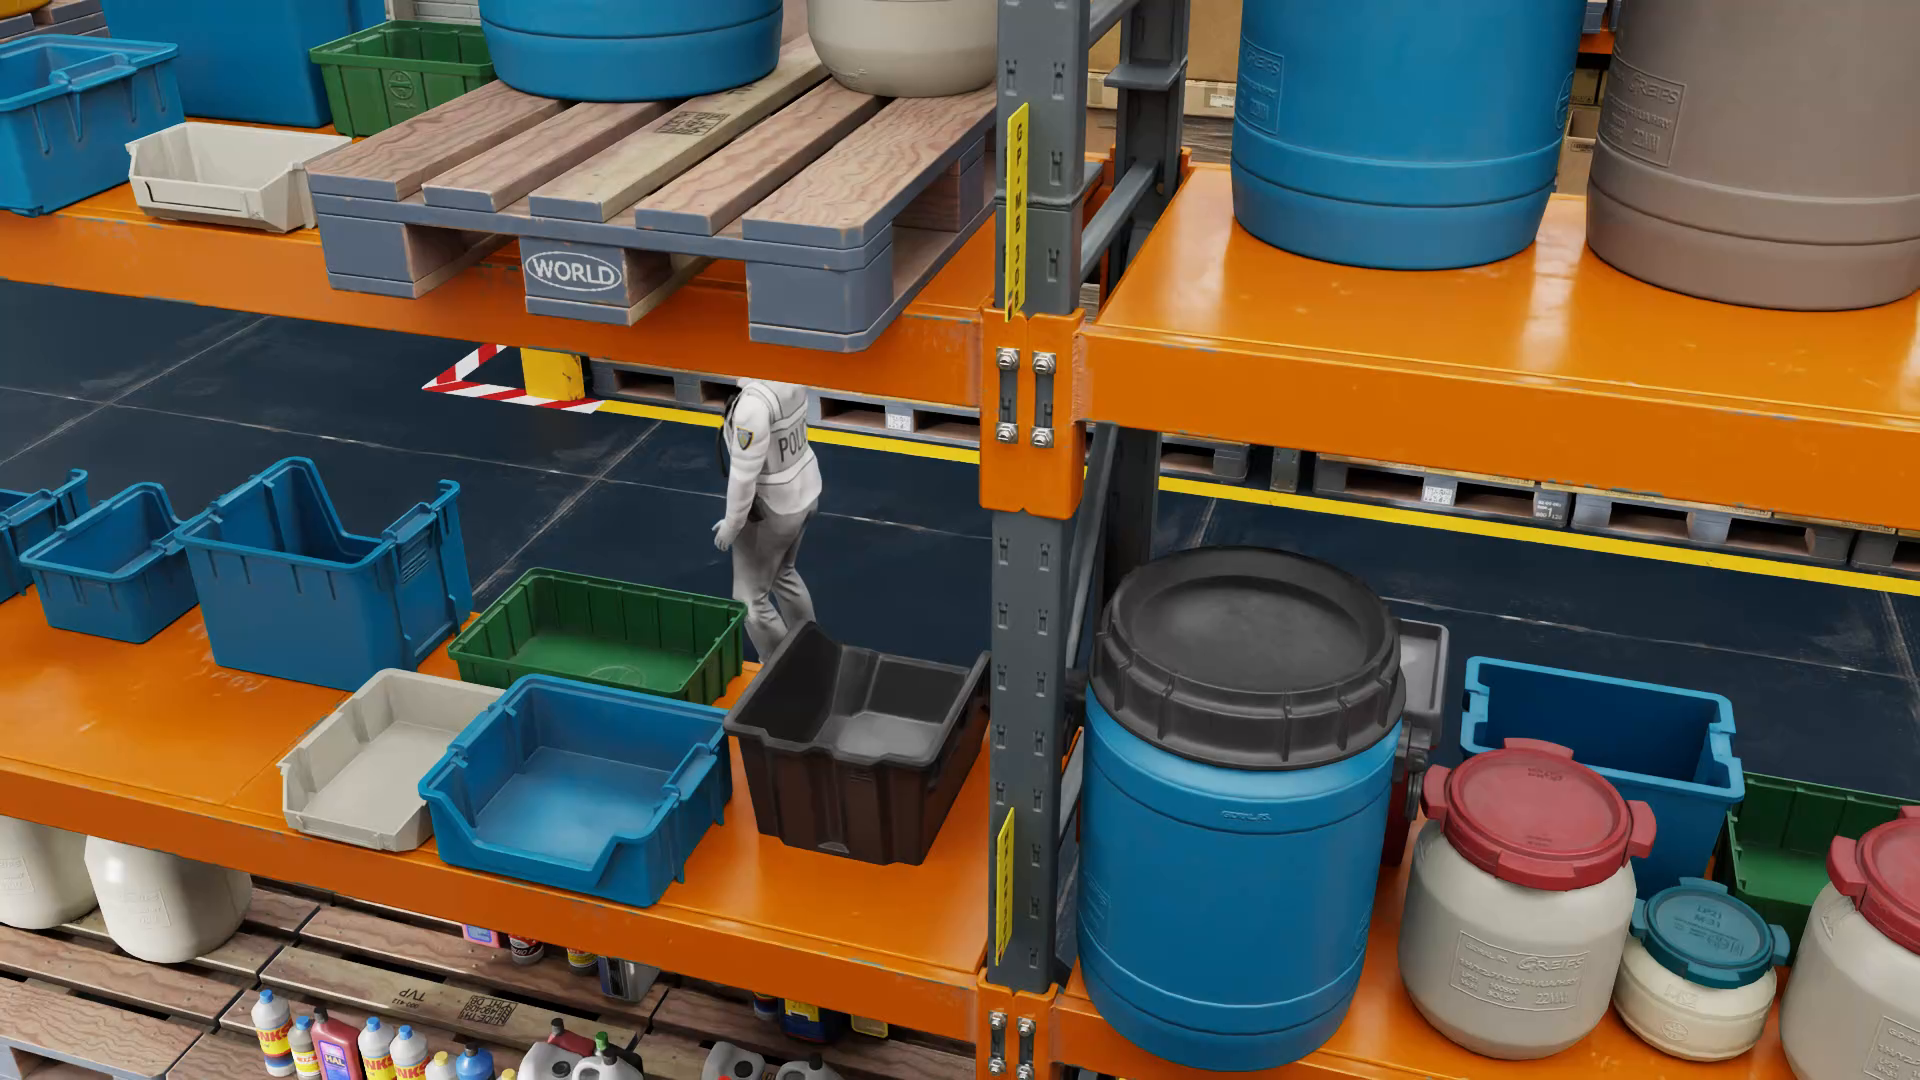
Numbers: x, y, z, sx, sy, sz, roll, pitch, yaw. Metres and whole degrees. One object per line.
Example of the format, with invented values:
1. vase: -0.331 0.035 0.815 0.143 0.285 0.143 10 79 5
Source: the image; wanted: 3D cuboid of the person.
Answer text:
1. person: -0.738 -0.121 6.366 0.381 1.651 0.485 9 31 16
